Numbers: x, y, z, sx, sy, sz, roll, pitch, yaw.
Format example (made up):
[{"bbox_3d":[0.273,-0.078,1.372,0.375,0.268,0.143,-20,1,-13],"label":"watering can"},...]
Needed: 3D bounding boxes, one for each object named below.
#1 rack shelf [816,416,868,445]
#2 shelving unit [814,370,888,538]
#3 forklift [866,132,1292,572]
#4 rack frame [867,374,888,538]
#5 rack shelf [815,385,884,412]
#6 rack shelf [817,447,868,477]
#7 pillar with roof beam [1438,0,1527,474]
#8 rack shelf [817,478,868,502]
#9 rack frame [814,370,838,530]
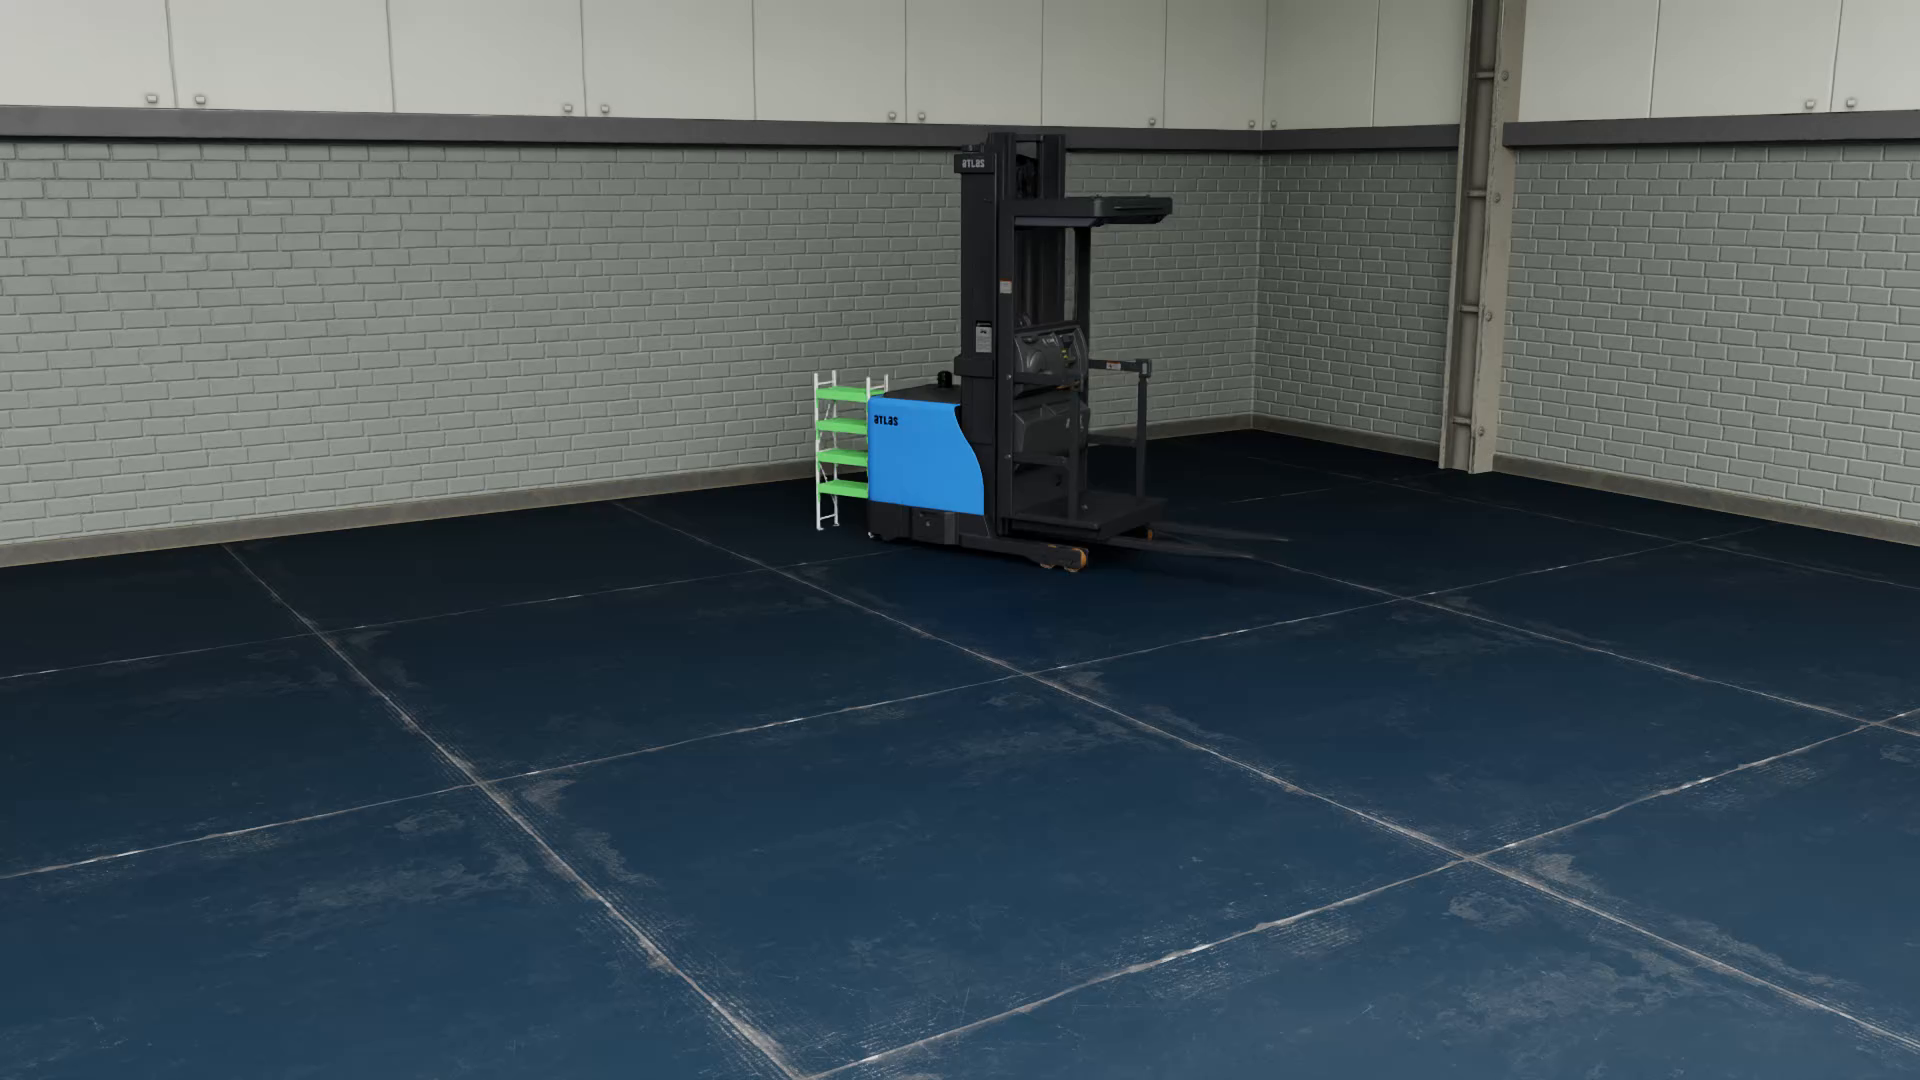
[{"bbox_3d":[-0.816,-0.827,12.511,0.480,0.148,0.258,8,15,32],"label":"rack shelf"},{"bbox_3d":[-0.816,-0.655,12.549,0.503,1.200,0.258,8,15,32],"label":"shelving unit"},{"bbox_3d":[0.820,-1.340,11.629,3.031,2.935,1.130,8,15,32],"label":"forklift"},{"bbox_3d":[-0.612,-0.626,12.418,0.015,1.200,0.240,8,15,32],"label":"rack frame"},{"bbox_3d":[-0.816,-1.062,12.460,0.480,0.148,0.258,8,15,32],"label":"rack shelf"},{"bbox_3d":[-0.816,-0.593,12.563,0.480,0.148,0.258,8,15,32],"label":"rack shelf"},{"bbox_3d":[1.089,-4.541,12.061,9.100,9.000,0.400,-8,15,-33],"label":"pillar with roof beam"},{"bbox_3d":[-0.816,-0.358,12.614,0.480,0.148,0.258,8,15,32],"label":"rack shelf"},{"bbox_3d":[-1.020,-0.684,12.680,0.015,1.200,0.240,8,15,32],"label":"rack frame"}]
